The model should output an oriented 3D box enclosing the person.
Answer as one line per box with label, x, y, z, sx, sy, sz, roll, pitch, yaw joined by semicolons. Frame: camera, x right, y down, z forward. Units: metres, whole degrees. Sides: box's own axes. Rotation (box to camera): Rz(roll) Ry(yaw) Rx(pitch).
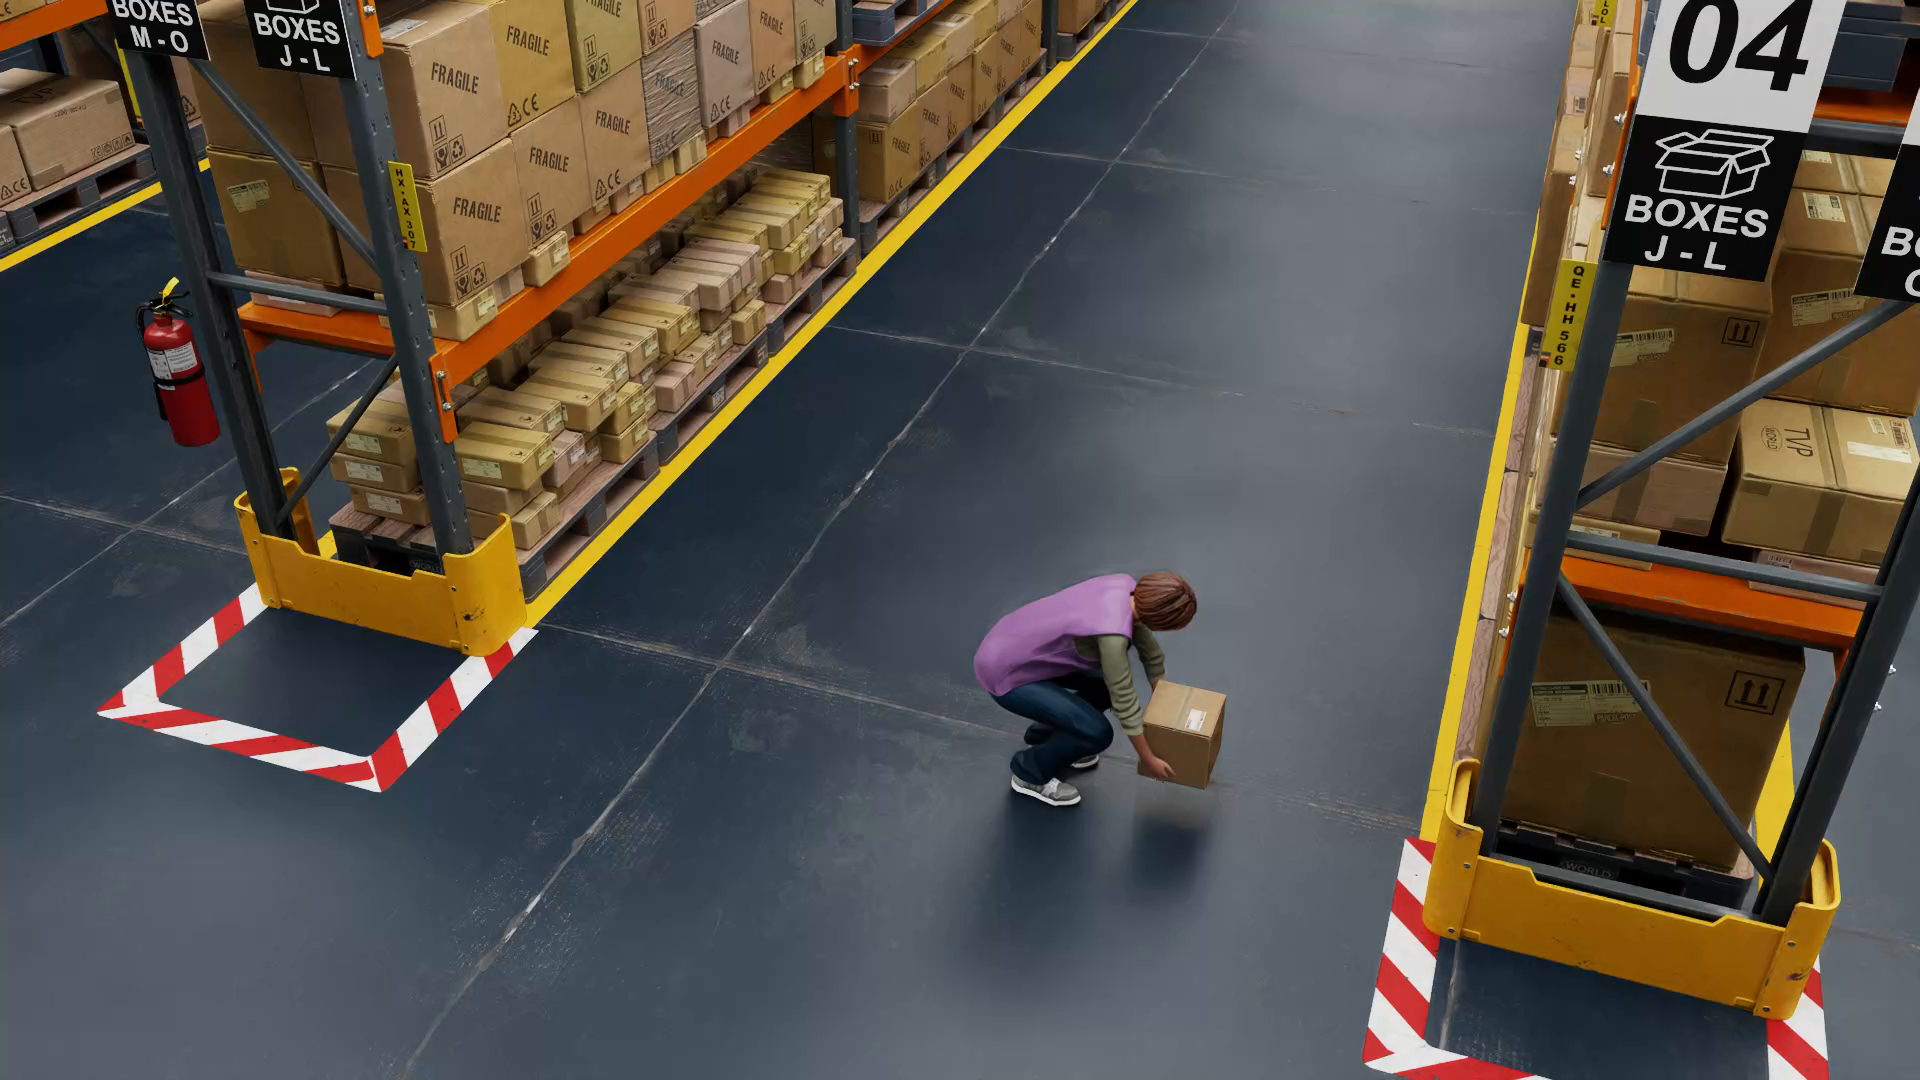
person;0.444;0.497;5.993;0.782;0.948;0.453;11;35;16
